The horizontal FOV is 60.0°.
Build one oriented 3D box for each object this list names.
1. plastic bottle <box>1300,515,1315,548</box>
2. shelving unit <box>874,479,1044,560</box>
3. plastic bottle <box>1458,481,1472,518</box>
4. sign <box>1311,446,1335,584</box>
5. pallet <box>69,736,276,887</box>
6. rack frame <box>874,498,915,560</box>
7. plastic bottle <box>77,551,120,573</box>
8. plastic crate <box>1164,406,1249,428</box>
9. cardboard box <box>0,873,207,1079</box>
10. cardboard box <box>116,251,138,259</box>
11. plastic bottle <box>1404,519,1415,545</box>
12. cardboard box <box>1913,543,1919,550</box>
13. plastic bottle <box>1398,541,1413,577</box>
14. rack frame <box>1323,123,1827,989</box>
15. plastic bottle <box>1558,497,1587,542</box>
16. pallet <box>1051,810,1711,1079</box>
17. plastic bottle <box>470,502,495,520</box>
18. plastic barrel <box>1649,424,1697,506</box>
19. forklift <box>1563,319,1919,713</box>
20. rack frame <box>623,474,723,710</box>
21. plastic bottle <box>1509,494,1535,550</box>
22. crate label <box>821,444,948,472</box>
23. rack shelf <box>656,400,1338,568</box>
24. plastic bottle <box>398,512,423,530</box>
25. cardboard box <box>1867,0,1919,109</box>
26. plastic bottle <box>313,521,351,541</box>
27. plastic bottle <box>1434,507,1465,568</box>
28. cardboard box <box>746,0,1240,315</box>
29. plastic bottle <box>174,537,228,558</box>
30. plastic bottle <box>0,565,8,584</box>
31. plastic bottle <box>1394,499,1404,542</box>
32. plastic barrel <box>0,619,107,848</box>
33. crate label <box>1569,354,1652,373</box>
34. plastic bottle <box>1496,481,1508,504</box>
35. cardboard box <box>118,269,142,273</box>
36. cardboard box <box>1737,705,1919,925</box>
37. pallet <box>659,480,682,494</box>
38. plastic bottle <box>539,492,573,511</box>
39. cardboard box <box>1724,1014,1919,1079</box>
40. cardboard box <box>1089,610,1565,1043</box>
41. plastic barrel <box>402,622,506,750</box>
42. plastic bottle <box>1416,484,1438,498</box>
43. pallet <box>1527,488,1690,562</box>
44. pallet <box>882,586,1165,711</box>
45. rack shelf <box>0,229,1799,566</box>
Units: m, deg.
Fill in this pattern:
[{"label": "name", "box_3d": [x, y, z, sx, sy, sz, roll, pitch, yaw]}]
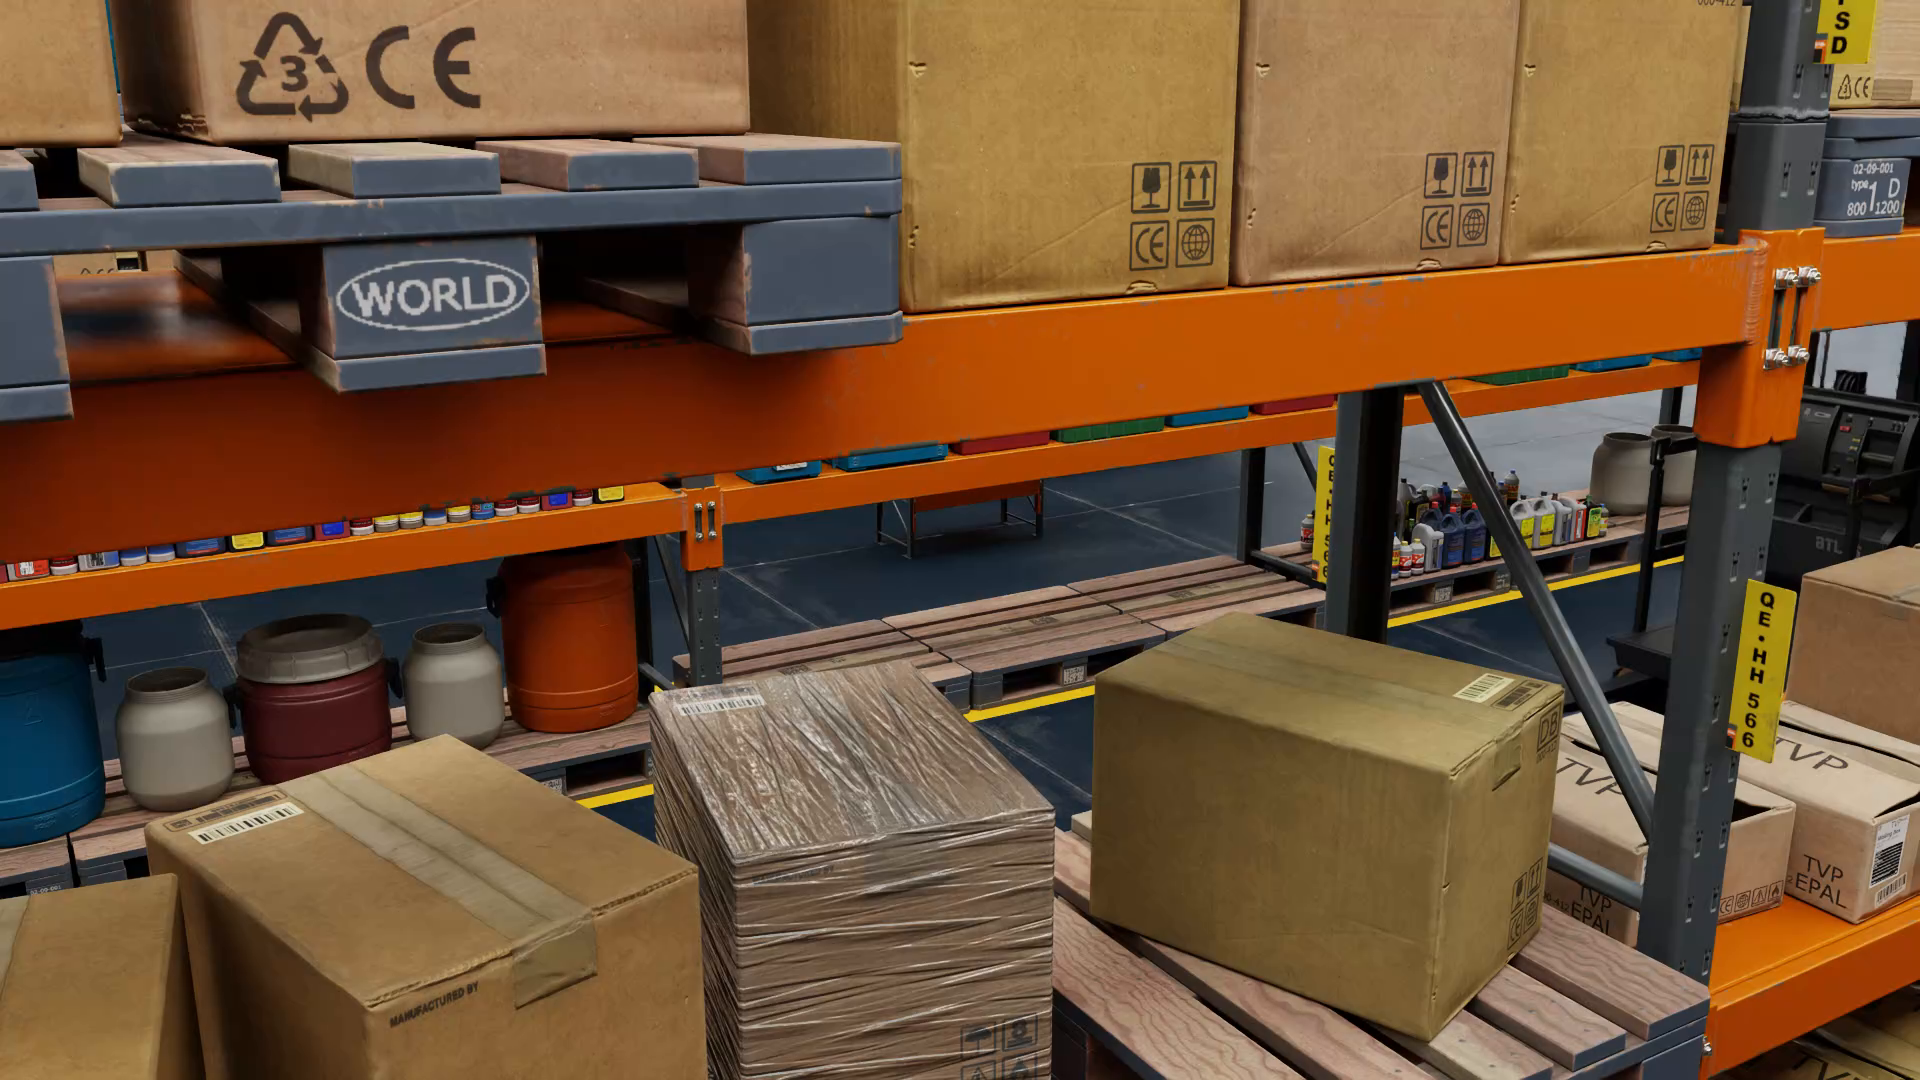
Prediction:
[{"label": "plastic bottle", "box_3d": [2.188, -0.057, 10.425, 0.097, 0.201, 0.097, 0, 16, 0]}, {"label": "shelving unit", "box_3d": [-0.006, -0.541, 11.255, 1.048, 1.125, 0.538, -9, 18, -30]}, {"label": "plastic bottle", "box_3d": [3.372, -0.283, 11.101, 0.097, 0.271, 0.097, 0, 16, 0]}, {"label": "sign", "box_3d": [0.868, -0.053, 3.896, 0.005, 0.325, 0.100, -9, 18, -30]}, {"label": "pallet", "box_3d": [-3.090, 1.116, 7.036, 1.213, 0.211, 1.003, -9, 18, -30]}, {"label": "rack frame", "box_3d": [-0.442, -0.470, 11.003, 0.032, 1.125, 0.500, -9, 18, -30]}, {"label": "plastic bottle", "box_3d": [-3.234, -0.035, 6.209, 0.135, 0.276, 0.152, -9, 18, -30]}, {"label": "plastic crate", "box_3d": [1.252, -0.837, 8.868, 0.575, 0.384, 0.392, -9, 18, -30]}, {"label": "cardboard box", "box_3d": [-1.194, 0.814, 1.986, 0.500, 0.500, 0.700, -6, 17, -21]}, {"label": "cardboard box", "box_3d": [-7.475, -2.586, 14.767, 0.250, 0.149, 0.380, -10, 19, -32]}, {"label": "plastic bottle", "box_3d": [2.744, 0.007, 10.044, 0.133, 0.283, 0.061, -9, 18, -30]}, {"label": "cardboard box", "box_3d": [3.038, 0.274, 4.689, 0.500, 0.500, 0.500, -9, 18, -30]}, {"label": "plastic bottle", "box_3d": [2.624, 0.108, 9.835, 0.097, 0.201, 0.097, 0, 16, 0]}, {"label": "rack frame", "box_3d": [1.157, 0.632, 3.596, 0.127, 3.000, 1.000, -9, 18, -30]}, {"label": "plastic bottle", "box_3d": [3.888, -0.141, 10.587, 0.135, 0.276, 0.152, -9, 18, -29]}, {"label": "pallet", "box_3d": [0.612, 0.835, 3.228, 1.003, 0.211, 1.213, -9, 18, -30]}, {"label": "plastic bottle", "box_3d": [-1.991, -0.226, 6.898, 0.097, 0.271, 0.097, 0, 16, 0]}, {"label": "plastic barrel", "box_3d": [4.942, -0.521, 11.543, 0.421, 0.512, 0.421, 0, 16, 0]}, {"label": "forklift", "box_3d": [3.935, -0.530, 7.872, 3.031, 2.935, 1.130, -10, 19, -32]}, {"label": "rack frame", "box_3d": [-1.391, -0.514, 7.686, 0.127, 3.000, 1.000, -9, 18, -30]}, {"label": "plastic bottle", "box_3d": [3.470, -0.108, 10.330, 0.185, 0.351, 0.144, -9, 18, -30]}, {"label": "crate label", "box_3d": [-0.400, -0.607, 7.951, 0.616, 0.435, 0.502, -9, 18, -30]}, {"label": "rack shelf", "box_3d": [0.323, -0.446, 8.775, 4.000, 0.370, 1.077, -9, 18, -30]}, {"label": "plastic bottle", "box_3d": [-2.241, -0.152, 6.763, 0.097, 0.201, 0.097, 0, 16, 0]}, {"label": "cardboard box", "box_3d": [1.957, -1.095, 3.701, 0.500, 0.250, 0.500, -9, 18, -28]}, {"label": "plastic bottle", "box_3d": [-2.498, -0.144, 6.583, 0.133, 0.283, 0.061, -9, 18, -30]}, {"label": "plastic bottle", "box_3d": [2.943, -0.023, 10.026, 0.185, 0.351, 0.144, -9, 18, -28]}, {"label": "cardboard box", "box_3d": [-0.083, -0.648, 2.423, 0.500, 0.500, 0.910, -9, 18, -30]}, {"label": "plastic bottle", "box_3d": [-2.928, -0.120, 6.371, 0.185, 0.351, 0.144, -9, 18, -30]}, {"label": "plastic bottle", "box_3d": [-3.524, 0.022, 5.989, 0.133, 0.283, 0.061, -9, 18, -30]}, {"label": "plastic bottle", "box_3d": [2.704, -0.123, 10.521, 0.135, 0.276, 0.152, -9, 18, -30]}, {"label": "plastic barrel", "box_3d": [-3.738, 0.680, 6.536, 0.708, 0.901, 0.600, -9, 18, -30]}, {"label": "crate label", "box_3d": [4.028, -1.325, 10.513, 0.616, 0.435, 0.502, -9, 18, -30]}, {"label": "plastic bottle", "box_3d": [3.663, -0.296, 11.279, 0.097, 0.201, 0.097, 0, 16, 0]}, {"label": "cardboard box", "box_3d": [-5.377, -1.559, 11.230, 0.500, 0.500, 0.500, -10, 18, -31]}, {"label": "cardboard box", "box_3d": [2.023, 0.596, 3.892, 0.500, 0.311, 0.500, -9, 18, -30]}, {"label": "pallet", "box_3d": [-2.227, -0.594, 13.138, 1.213, 0.211, 1.003, -9, 18, -30]}, {"label": "plastic bottle", "box_3d": [-1.716, -0.271, 7.035, 0.133, 0.283, 0.061, -9, 18, -30]}, {"label": "cardboard box", "box_3d": [2.203, 1.404, 4.120, 0.500, 0.311, 0.500, -10, 18, -31]}, {"label": "cardboard box", "box_3d": [0.675, 0.496, 3.121, 0.700, 0.500, 0.500, 13, 20, 38]}, {"label": "plastic barrel", "box_3d": [-2.240, 0.653, 7.355, 0.421, 0.512, 0.421, 0, 16, 0]}, {"label": "plastic bottle", "box_3d": [3.024, -0.220, 10.868, 0.135, 0.276, 0.152, -9, 18, -29]}, {"label": "pallet", "box_3d": [4.726, -0.150, 11.555, 1.213, 0.211, 1.003, -9, 18, -30]}, {"label": "pallet", "box_3d": [0.338, 0.561, 9.016, 1.213, 0.211, 1.003, -9, 18, -30]}, {"label": "rack shelf", "box_3d": [-0.558, -0.187, 2.297, 4.000, 0.370, 1.077, -9, 18, -30]}]
